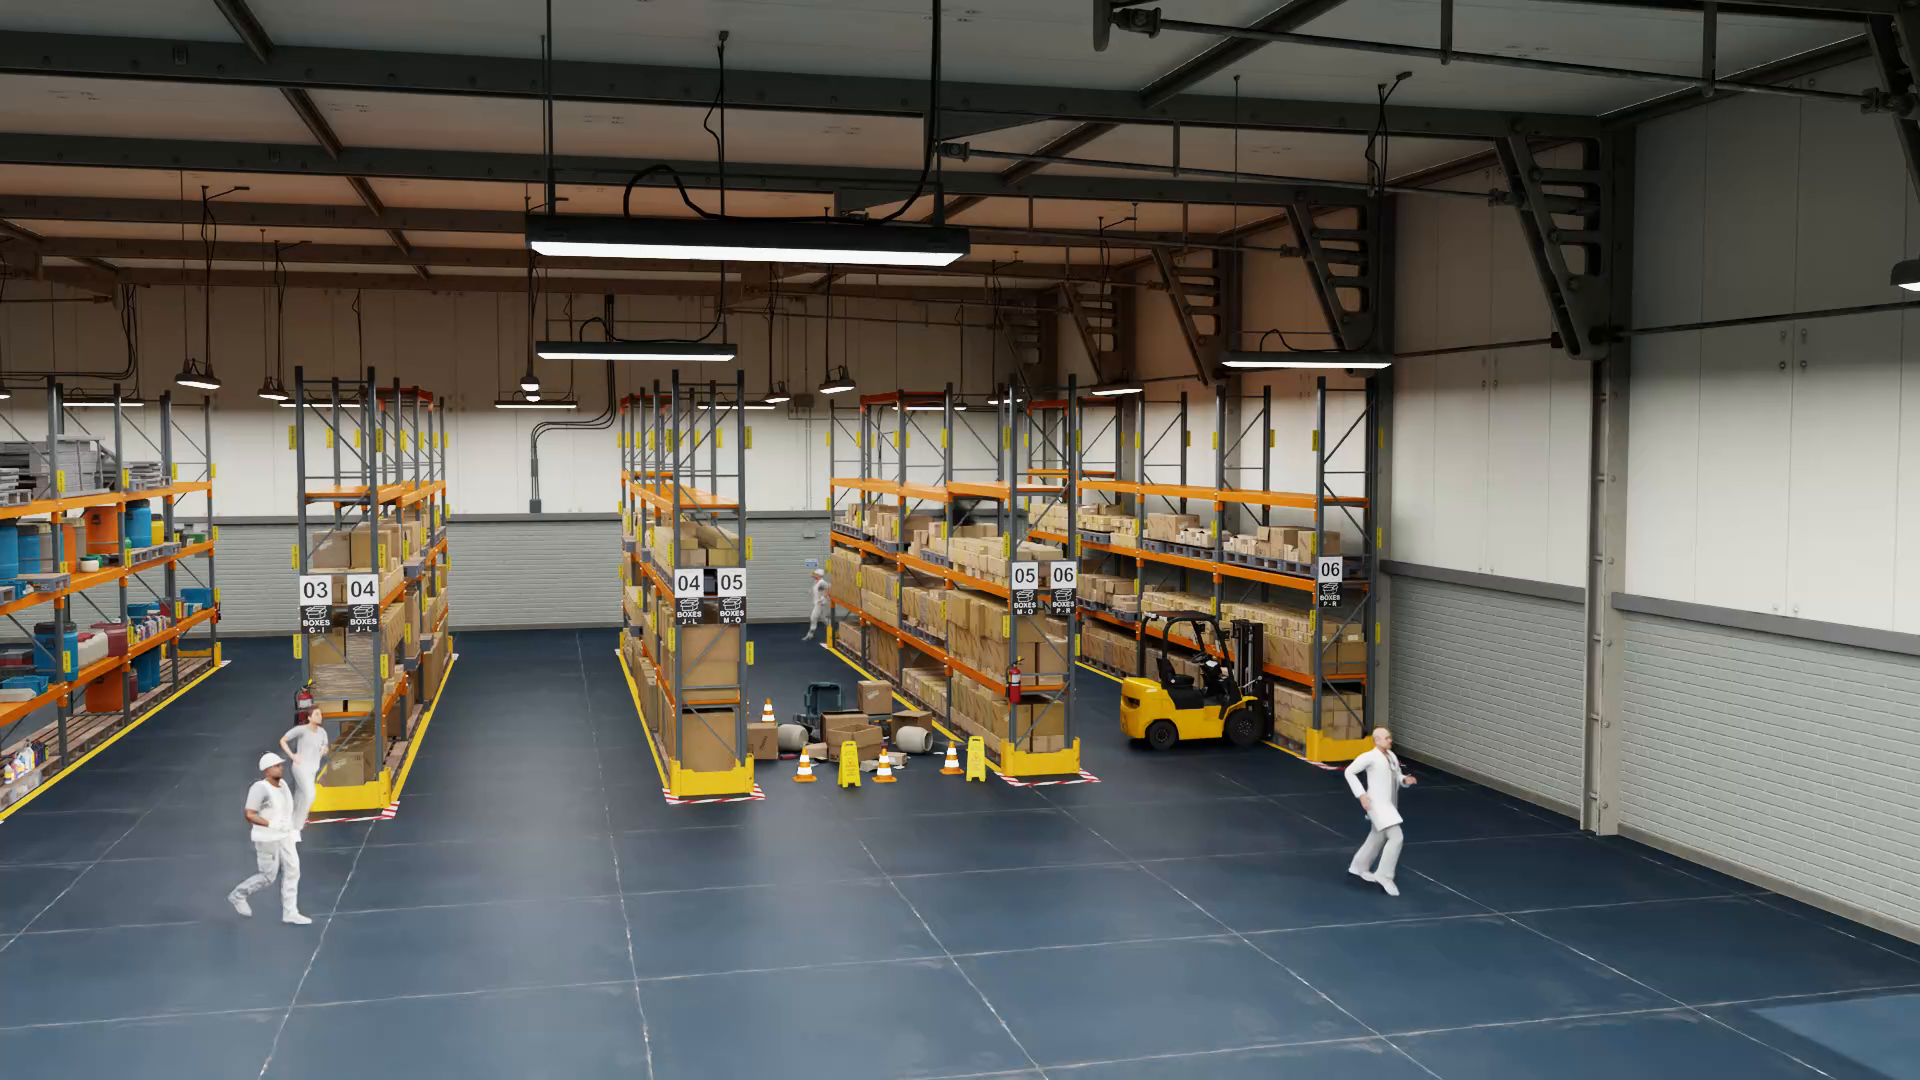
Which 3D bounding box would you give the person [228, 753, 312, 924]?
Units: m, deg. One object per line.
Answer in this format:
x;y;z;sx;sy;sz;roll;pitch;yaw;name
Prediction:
-7.156;3.091;17.218;0.885;1.777;0.682;1;3;11;person

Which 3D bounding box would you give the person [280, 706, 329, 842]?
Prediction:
-8.326;2.942;21.057;0.659;1.690;0.632;1;4;22;person

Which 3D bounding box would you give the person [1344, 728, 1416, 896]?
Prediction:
4.690;3.012;18.525;0.825;1.842;0.656;3;4;40;person

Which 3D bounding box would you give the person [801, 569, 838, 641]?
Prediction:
-3.494;1.621;41.554;0.955;1.804;0.656;-1;4;-14;person
